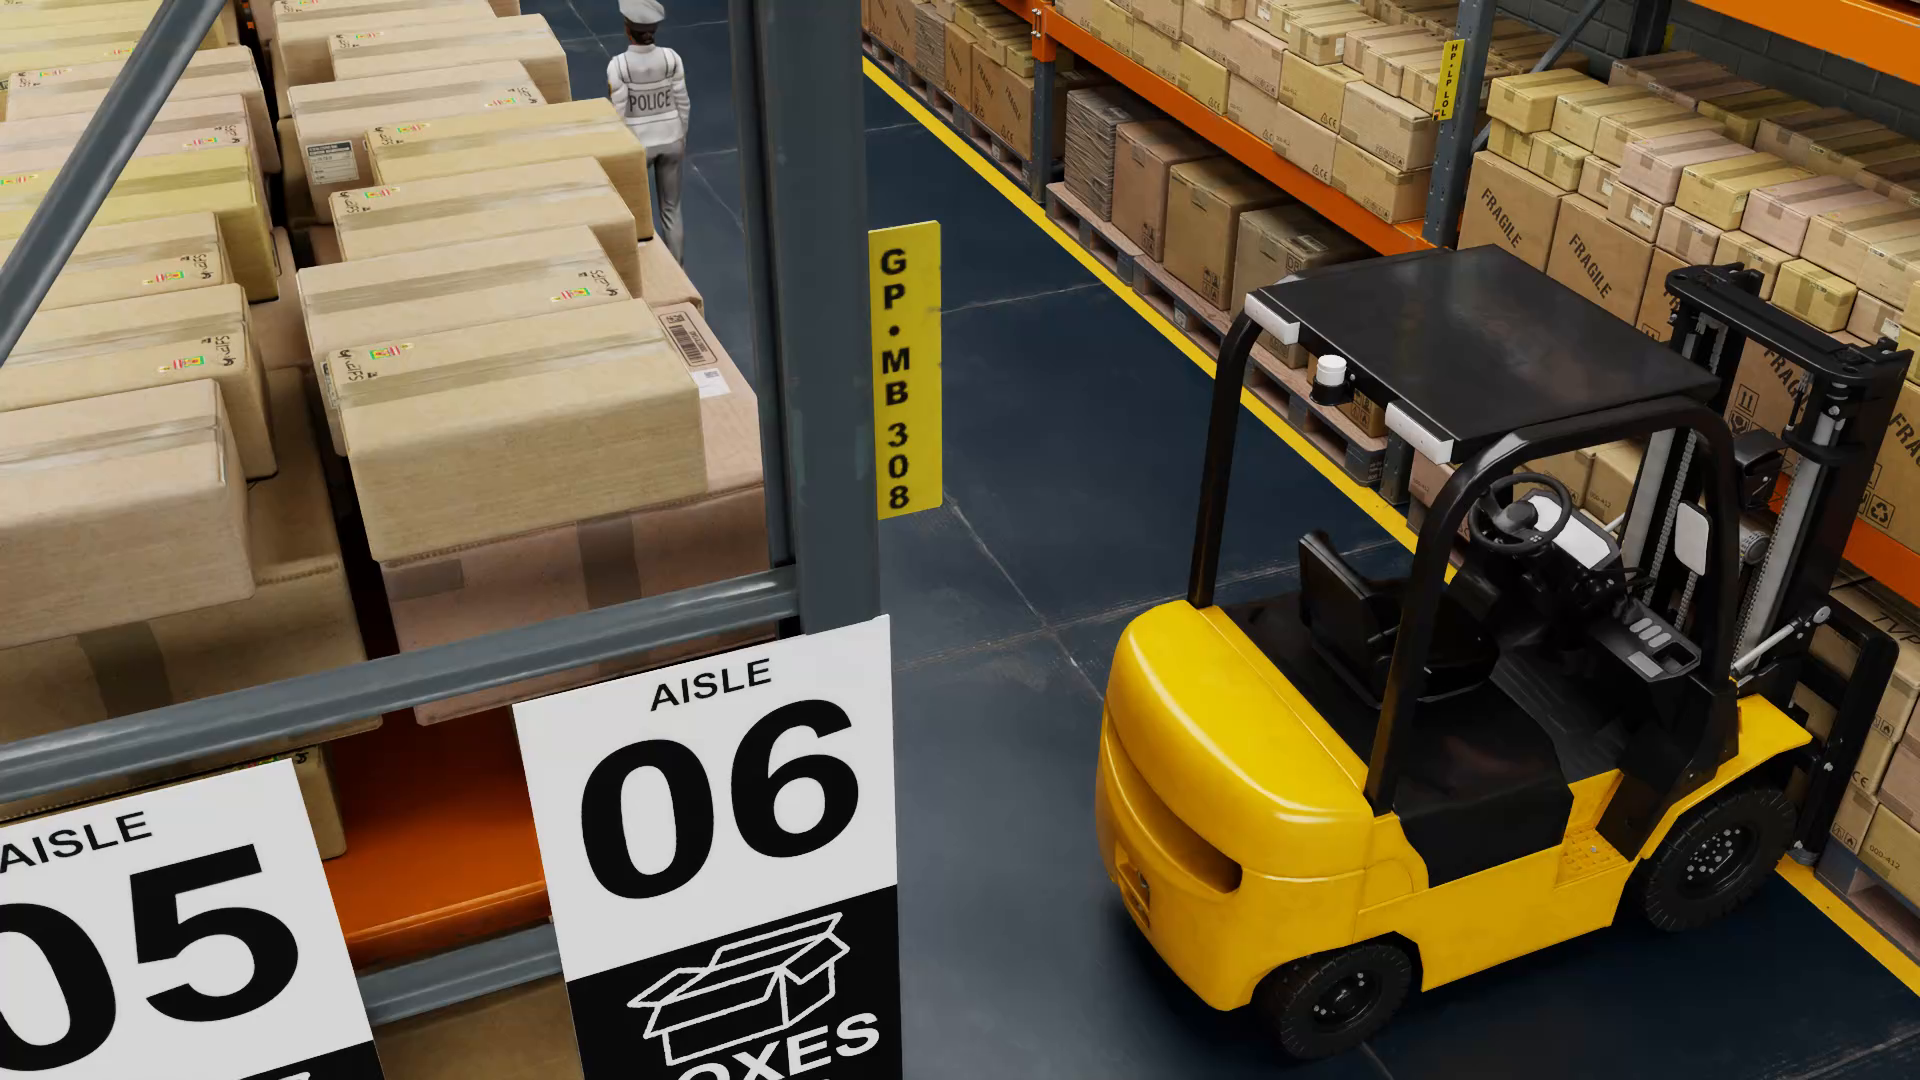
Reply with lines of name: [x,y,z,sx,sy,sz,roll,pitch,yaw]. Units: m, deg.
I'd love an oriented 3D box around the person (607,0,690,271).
person: [-1.759,-2.221,9.468,0.499,1.747,0.518,-13,36,-19]
